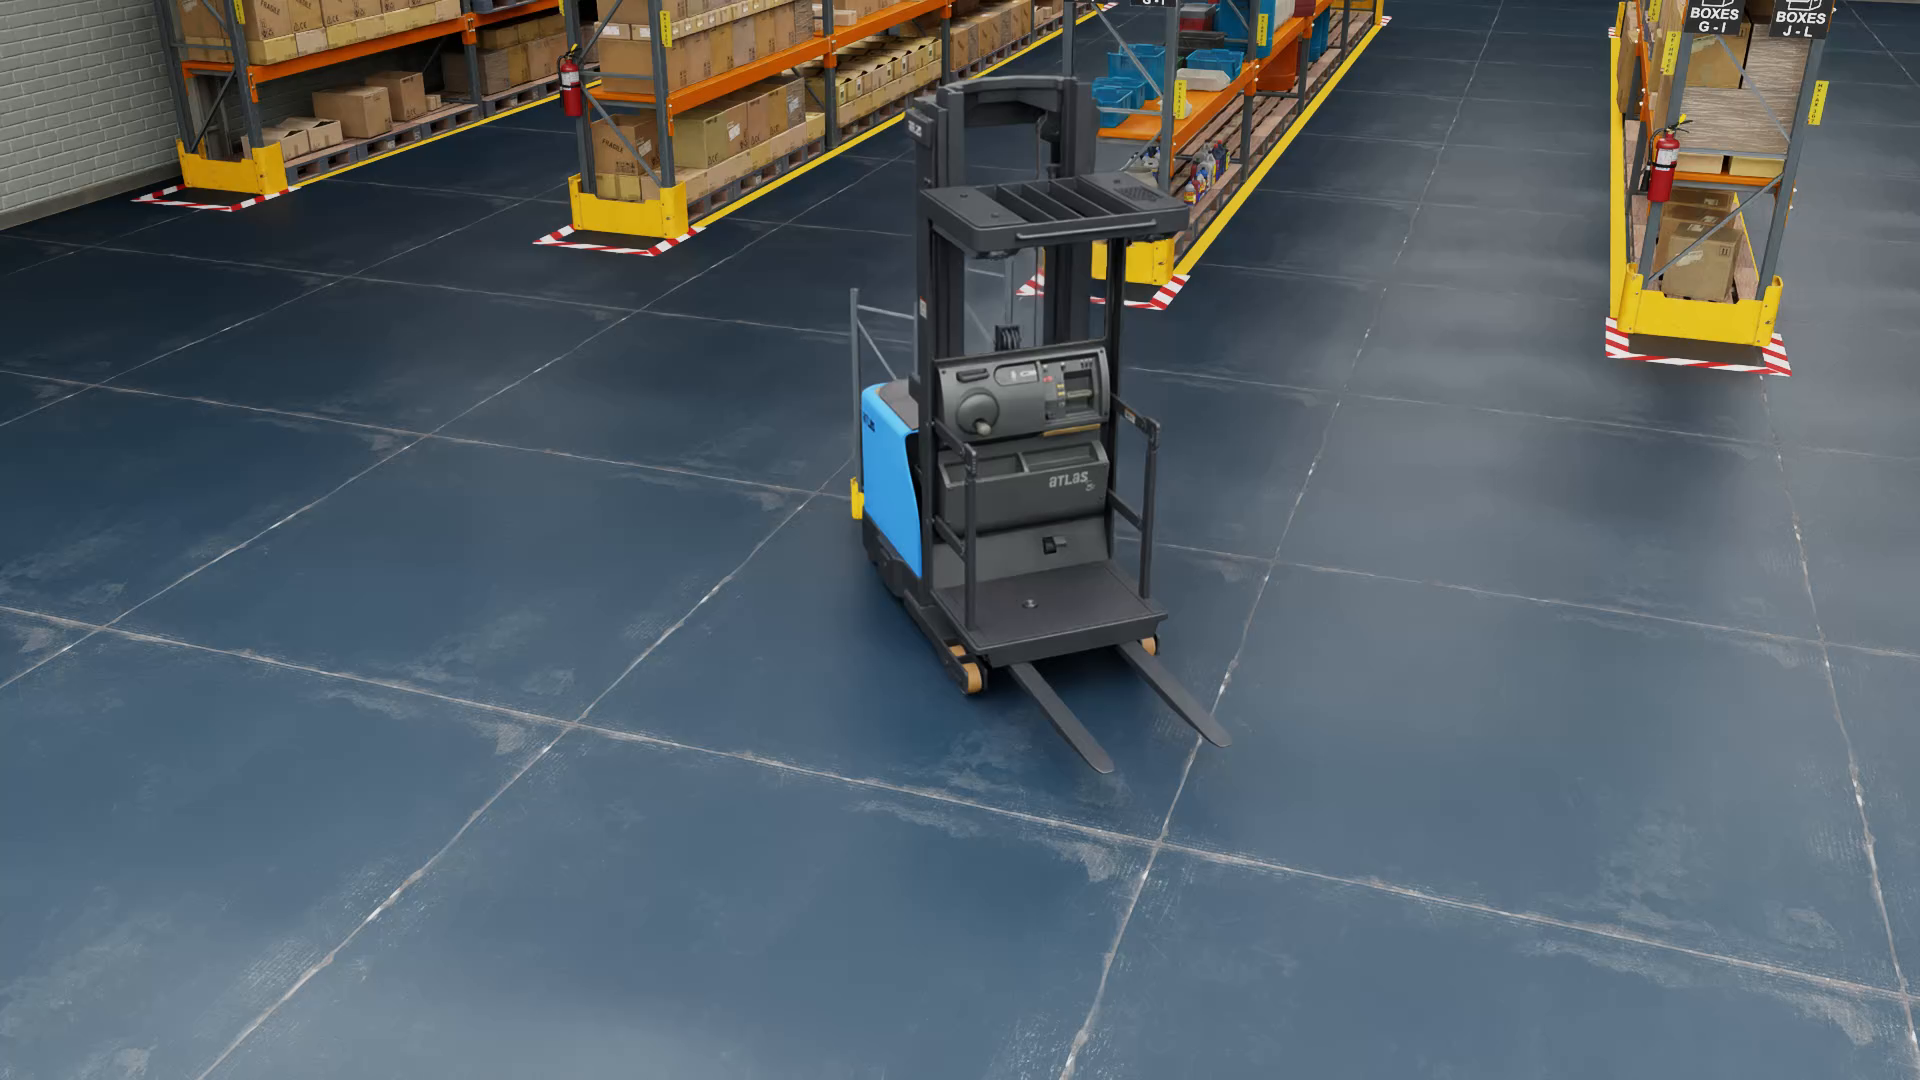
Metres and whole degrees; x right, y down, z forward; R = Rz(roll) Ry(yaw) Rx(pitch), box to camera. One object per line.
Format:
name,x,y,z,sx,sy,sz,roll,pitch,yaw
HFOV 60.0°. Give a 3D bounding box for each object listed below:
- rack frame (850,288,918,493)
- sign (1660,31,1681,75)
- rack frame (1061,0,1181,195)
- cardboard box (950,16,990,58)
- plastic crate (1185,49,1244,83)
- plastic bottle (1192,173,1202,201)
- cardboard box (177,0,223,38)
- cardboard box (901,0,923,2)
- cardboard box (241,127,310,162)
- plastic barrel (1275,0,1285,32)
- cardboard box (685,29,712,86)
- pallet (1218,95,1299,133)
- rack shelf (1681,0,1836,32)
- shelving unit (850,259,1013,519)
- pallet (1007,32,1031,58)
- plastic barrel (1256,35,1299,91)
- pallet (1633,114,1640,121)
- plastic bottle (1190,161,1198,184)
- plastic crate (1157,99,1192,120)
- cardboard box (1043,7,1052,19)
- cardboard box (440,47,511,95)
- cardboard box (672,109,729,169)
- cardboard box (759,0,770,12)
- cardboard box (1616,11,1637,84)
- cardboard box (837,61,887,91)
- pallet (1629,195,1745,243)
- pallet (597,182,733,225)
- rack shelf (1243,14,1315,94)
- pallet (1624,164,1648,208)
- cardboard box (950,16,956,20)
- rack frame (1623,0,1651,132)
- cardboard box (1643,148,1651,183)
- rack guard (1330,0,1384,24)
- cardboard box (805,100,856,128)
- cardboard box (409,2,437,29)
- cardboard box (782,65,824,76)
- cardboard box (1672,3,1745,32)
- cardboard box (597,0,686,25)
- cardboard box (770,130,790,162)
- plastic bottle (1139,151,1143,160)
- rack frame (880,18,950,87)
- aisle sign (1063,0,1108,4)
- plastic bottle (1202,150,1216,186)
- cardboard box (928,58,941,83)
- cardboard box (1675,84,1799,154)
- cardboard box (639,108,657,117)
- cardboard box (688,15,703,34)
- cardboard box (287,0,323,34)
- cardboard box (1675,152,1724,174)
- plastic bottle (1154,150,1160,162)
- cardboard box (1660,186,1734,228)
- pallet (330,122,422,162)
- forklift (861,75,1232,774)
rack frame,-0.436,-0.764,10.107,0.500,1.500,0.032,16,30,29
sign,5.530,-3.788,12.941,0.100,0.325,0.005,9,27,17
rack frame,1.376,-3.755,14.563,1.000,3.000,0.127,9,27,17
cardboard box,0.130,-7.402,24.459,0.500,0.500,0.500,8,27,17
plastic crate,2.595,-4.837,16.969,0.499,0.251,0.616,9,27,17
plastic bottle,2.388,-3.565,16.798,0.097,0.271,0.097,0,26,0
cardboard box,-8.010,-5.695,17.859,0.500,0.500,0.500,8,27,17
cardboard box,-0.670,-7.239,22.048,0.380,0.149,0.250,9,27,17
cardboard box,-7.651,-4.450,18.580,0.500,0.311,0.500,6,26,12
plastic barrel,3.621,-6.300,19.664,0.433,0.535,0.433,0,26,0
cardboard box,-2.956,-4.926,16.867,0.700,0.500,0.500,9,27,19
pallet,3.744,-5.474,21.314,1.003,0.211,1.213,9,27,17
rack shelf,6.713,-4.885,14.280,1.077,0.370,4.000,9,27,17
shelving unit,-0.154,-0.953,10.498,0.587,1.500,1.083,16,30,29
pallet,0.465,-7.811,26.140,1.003,0.211,1.213,9,27,17
plastic barrel,4.185,-6.458,22.154,0.600,0.830,0.708,9,27,17
pallet,9.043,-5.382,21.123,1.003,0.211,1.213,9,27,17
plastic bottle,2.435,-3.805,17.278,0.061,0.283,0.133,9,27,17
plastic crate,1.978,-3.957,15.283,0.298,0.136,0.250,9,27,17
cardboard box,1.322,-8.827,27.785,0.380,0.166,0.250,9,27,17
cardboard box,-6.406,-6.213,22.003,0.700,0.500,0.500,10,27,19
cardboard box,-2.741,-4.157,17.207,0.500,0.500,0.500,9,27,17
cardboard box,-2.275,-5.791,17.909,0.380,0.149,0.250,10,27,19
cardboard box,9.550,-6.567,22.328,1.225,0.875,0.875,8,27,16
cardboard box,-1.247,-5.874,20.969,0.500,0.311,0.500,8,27,16
pallet,7.188,-3.144,16.501,1.003,0.211,1.213,9,27,17
pallet,-3.078,-3.540,17.319,1.003,0.211,1.213,9,27,17
rack shelf,3.373,-5.897,19.812,1.077,0.370,4.000,9,27,17
pallet,7.636,-3.745,17.743,1.003,0.211,1.213,9,27,17
cardboard box,-0.369,-7.466,24.592,0.500,0.500,0.500,8,27,16
rack frame,8.709,-6.324,19.869,1.000,3.000,0.127,9,27,17
cardboard box,7.603,-4.002,17.438,0.700,0.500,0.500,7,27,13
rack guard,6.697,-9.216,28.712,1.175,0.500,0.348,9,27,17
cardboard box,-1.594,-5.200,20.220,0.500,0.250,0.500,8,27,16
cardboard box,-6.680,-6.334,20.040,0.500,0.250,0.500,9,27,18
cardboard box,-1.931,-5.745,20.703,0.500,0.311,0.500,10,27,19
cardboard box,6.158,-4.133,13.742,0.500,0.500,0.500,9,27,17
cardboard box,-3.108,-5.315,16.182,0.700,0.500,0.500,9,27,18
cardboard box,-2.239,-4.436,18.643,0.500,0.250,0.500,9,27,17
plastic bottle,1.891,-3.963,17.605,0.061,0.283,0.133,10,28,20
rack frame,-0.631,-7.762,22.839,1.000,3.000,0.127,9,27,17
aisle sign,1.072,-4.938,14.024,0.394,0.787,0.004,9,27,17
plastic bottle,2.594,-3.886,17.369,0.144,0.351,0.185,9,27,17
cardboard box,-0.576,-6.462,22.827,0.500,0.250,0.500,9,27,19
cardboard box,6.256,-3.437,13.451,0.875,0.500,0.500,9,27,17
cardboard box,-3.077,-4.440,17.791,0.500,0.500,0.500,9,27,17
cardboard box,-2.790,-5.153,16.591,0.380,0.149,0.250,9,27,18
cardboard box,-7.350,-5.825,18.126,0.500,0.500,0.500,9,27,18
cardboard box,5.947,-3.070,13.438,0.380,0.149,0.250,9,27,17
plastic bottle,2.113,-4.020,17.736,0.097,0.271,0.097,0,26,0
cardboard box,6.891,-3.083,15.561,0.500,0.500,0.500,6,27,13
pallet,-7.229,-4.796,19.913,1.003,0.211,1.213,9,27,17
forklift,0.416,-0.726,8.385,1.130,2.935,3.031,-10,27,-19
